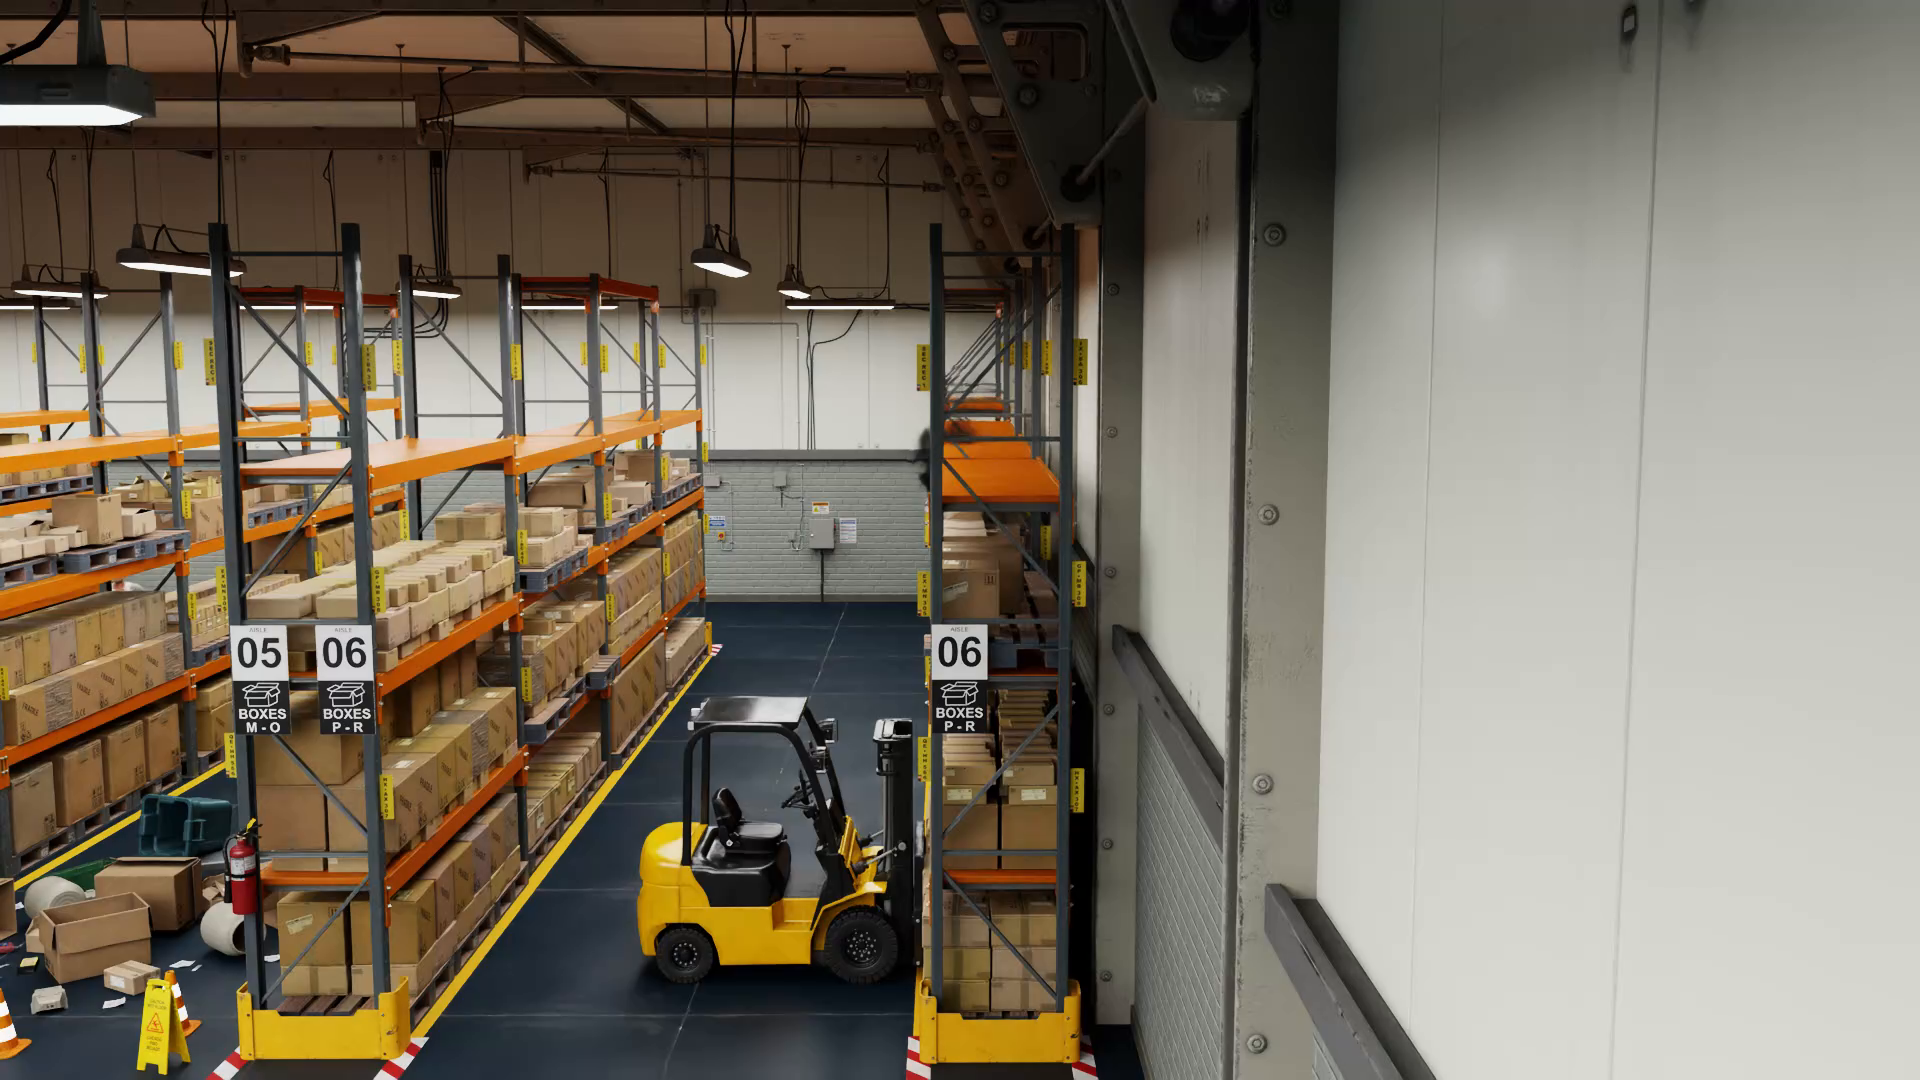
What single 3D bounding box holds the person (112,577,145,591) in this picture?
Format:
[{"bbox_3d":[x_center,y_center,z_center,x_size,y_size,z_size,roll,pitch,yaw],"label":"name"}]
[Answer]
[{"bbox_3d":[-12.966,1.291,25.696,0.643,1.807,0.732,0,7,-1],"label":"person"}]
